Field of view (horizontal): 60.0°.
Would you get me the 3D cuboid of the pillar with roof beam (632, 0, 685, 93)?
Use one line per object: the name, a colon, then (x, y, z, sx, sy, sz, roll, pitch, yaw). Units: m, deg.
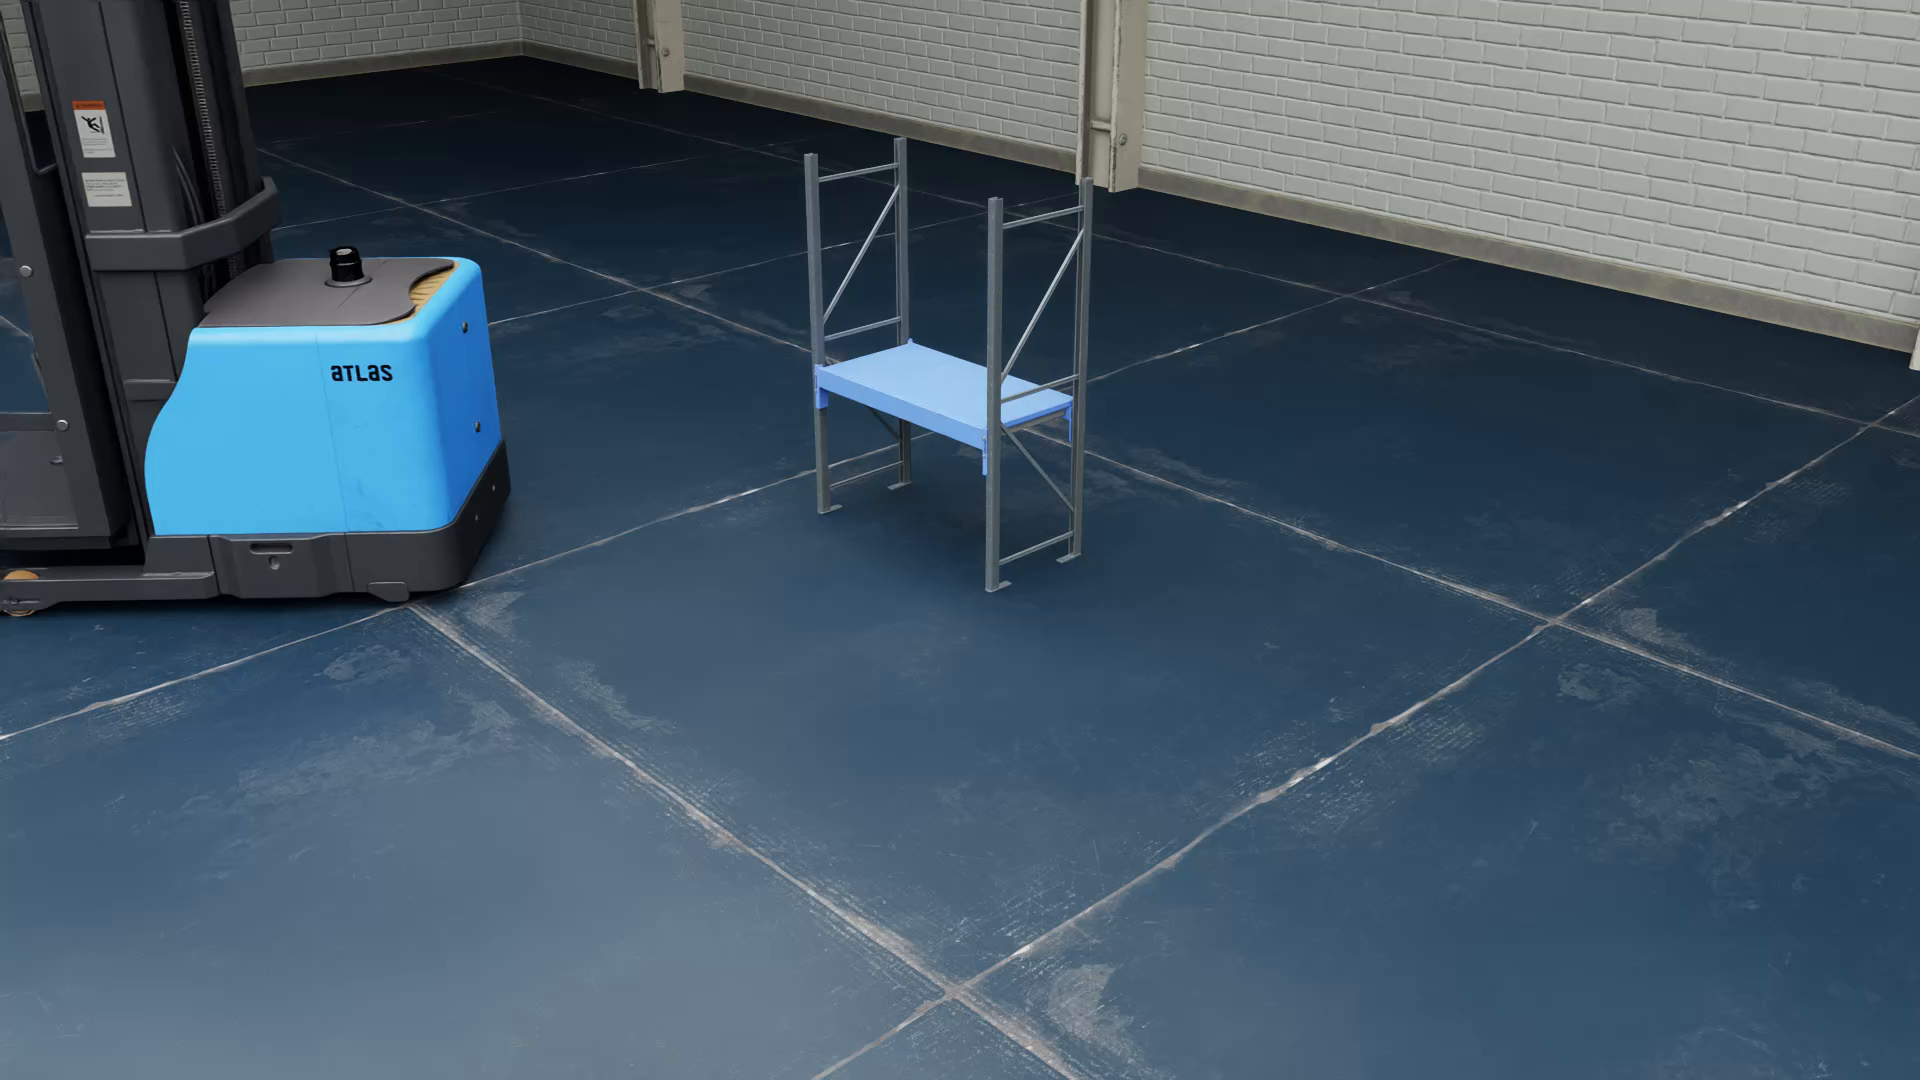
pillar with roof beam: (-6.118, -7.394, 12.117, 9.100, 9.000, 0.400, -21, 32, -38)

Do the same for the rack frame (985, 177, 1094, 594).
rack frame: (0.289, -0.554, 6.158, 0.500, 1.500, 0.032, -21, 32, -38)

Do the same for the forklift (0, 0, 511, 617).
forklift: (-3.394, -1.273, 6.008, 3.031, 2.935, 1.130, -1, 25, -2)

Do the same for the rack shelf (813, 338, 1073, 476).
rack shelf: (-0.058, -0.545, 6.570, 0.538, 0.185, 1.000, -21, 32, -38)

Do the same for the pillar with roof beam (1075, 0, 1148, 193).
pillar with roof beam: (-2.017, -5.577, 8.132, 9.100, 9.000, 0.400, -21, 32, -38)

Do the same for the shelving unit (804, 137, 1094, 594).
shelving unit: (-0.058, -0.708, 6.495, 0.538, 1.500, 1.048, -21, 32, -38)

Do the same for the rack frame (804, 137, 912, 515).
rack frame: (-0.406, -0.862, 6.833, 0.500, 1.500, 0.032, -21, 32, -38)
